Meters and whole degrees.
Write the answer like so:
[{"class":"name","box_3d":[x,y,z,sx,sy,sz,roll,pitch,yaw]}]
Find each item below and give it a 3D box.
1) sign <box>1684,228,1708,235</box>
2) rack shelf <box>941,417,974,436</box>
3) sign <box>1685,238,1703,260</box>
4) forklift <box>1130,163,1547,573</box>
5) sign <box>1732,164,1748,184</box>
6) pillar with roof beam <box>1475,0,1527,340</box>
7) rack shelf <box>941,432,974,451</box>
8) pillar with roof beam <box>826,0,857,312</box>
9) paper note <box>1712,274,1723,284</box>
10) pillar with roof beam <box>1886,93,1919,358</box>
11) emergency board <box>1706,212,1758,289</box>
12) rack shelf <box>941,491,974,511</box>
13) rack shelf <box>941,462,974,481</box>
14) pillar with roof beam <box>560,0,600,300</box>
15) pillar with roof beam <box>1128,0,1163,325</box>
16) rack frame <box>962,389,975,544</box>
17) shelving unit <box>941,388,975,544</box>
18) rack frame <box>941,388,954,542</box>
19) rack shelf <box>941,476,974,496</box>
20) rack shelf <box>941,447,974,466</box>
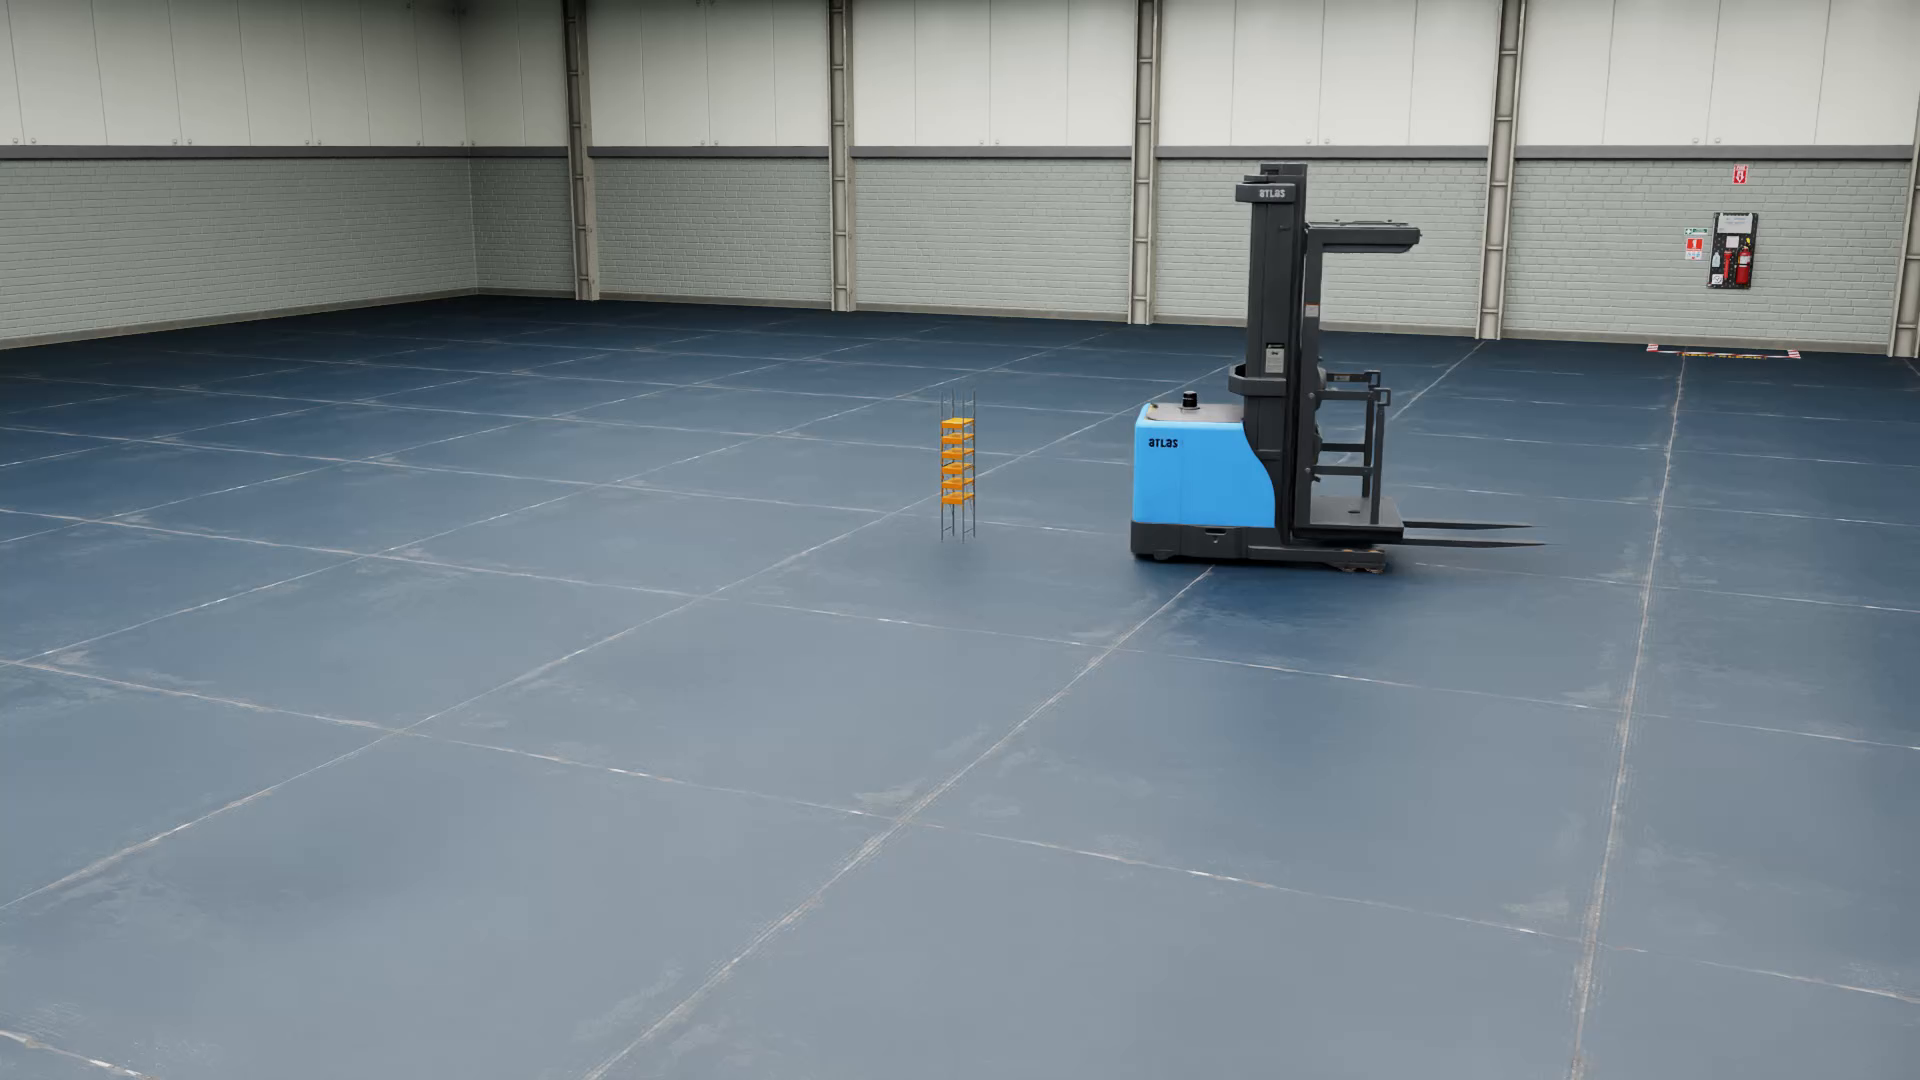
[{"class":"sign","box_3d":[11.507,-4.819,25.989,0.331,0.109,0.001,6,14,23]},{"class":"rack shelf","box_3d":[-0.013,-0.893,13.051,0.180,0.103,0.258,6,14,23]},{"class":"sign","box_3d":[11.507,-4.564,26.060,0.234,0.329,0.001,6,14,23]},{"class":"forklift","box_3d":[2.855,-1.315,12.442,3.031,2.935,1.130,2,13,9]},{"class":"sign","box_3d":[12.004,-5.624,25.581,0.199,0.298,0.001,6,14,23]},{"class":"pillar with roof beam","box_3d":[6.985,-6.814,22.594,0.400,9.000,9.100,6,14,23]},{"class":"rack shelf","box_3d":[-0.013,-0.776,13.079,0.180,0.103,0.258,6,14,23]},{"class":"pillar with roof beam","box_3d":[-3.987,-7.924,27.326,0.400,9.000,9.100,6,14,23]},{"class":"paper note","box_3d":[11.837,-4.076,25.986,0.142,0.148,0.016,6,14,23]},{"class":"pillar with roof beam","box_3d":[12.471,-6.259,20.228,0.400,9.000,9.100,6,14,23]},{"class":"emergency board","box_3d":[11.971,-4.474,25.754,0.643,1.169,0.194,6,14,23]},{"class":"rack shelf","box_3d":[-0.013,-0.309,13.188,0.180,0.103,0.258,6,14,23]},{"class":"rack shelf","box_3d":[-0.013,-0.542,13.134,0.180,0.103,0.258,6,14,23]},{"class":"pillar with roof beam","box_3d":[-9.472,-8.479,29.692,0.400,9.000,9.100,6,14,23]},{"class":"pillar with roof beam","box_3d":[1.499,-7.369,24.960,0.400,9.000,9.100,6,14,23]},{"class":"rack frame","box_3d":[0.070,-0.577,13.087,0.006,1.200,0.240,6,14,23]},{"class":"shelving unit","box_3d":[-0.013,-0.585,13.123,0.189,1.200,0.258,6,14,23]},{"class":"rack frame","box_3d":[-0.097,-0.594,13.160,0.006,1.200,0.240,6,14,23]},{"class":"rack shelf","box_3d":[-0.013,-0.425,13.161,0.180,0.103,0.258,6,14,23]},{"class":"rack shelf","box_3d":[-0.013,-0.659,13.106,0.180,0.103,0.258,6,14,23]}]
